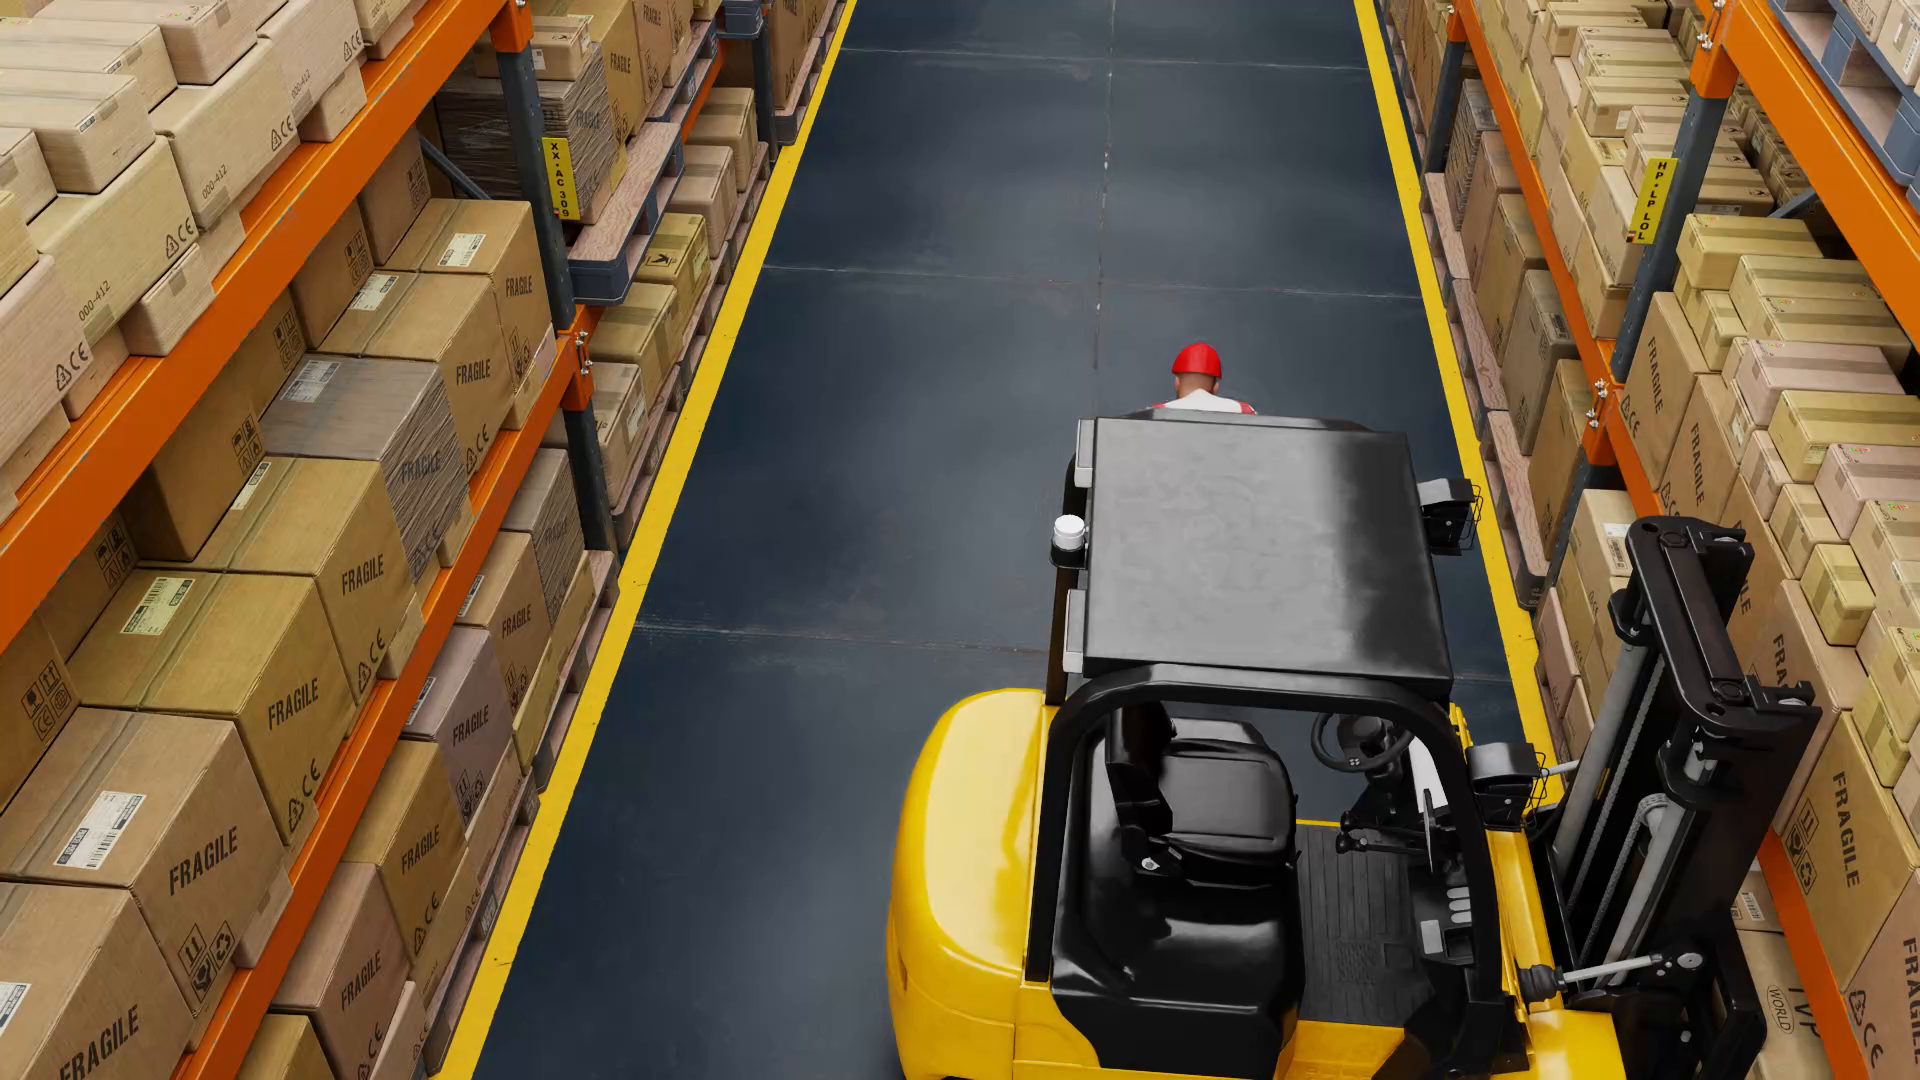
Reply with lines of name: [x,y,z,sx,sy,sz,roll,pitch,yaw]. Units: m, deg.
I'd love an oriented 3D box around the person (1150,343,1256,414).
person: [0.962,-0.150,6.832,0.583,1.136,0.854,3,40,4]
